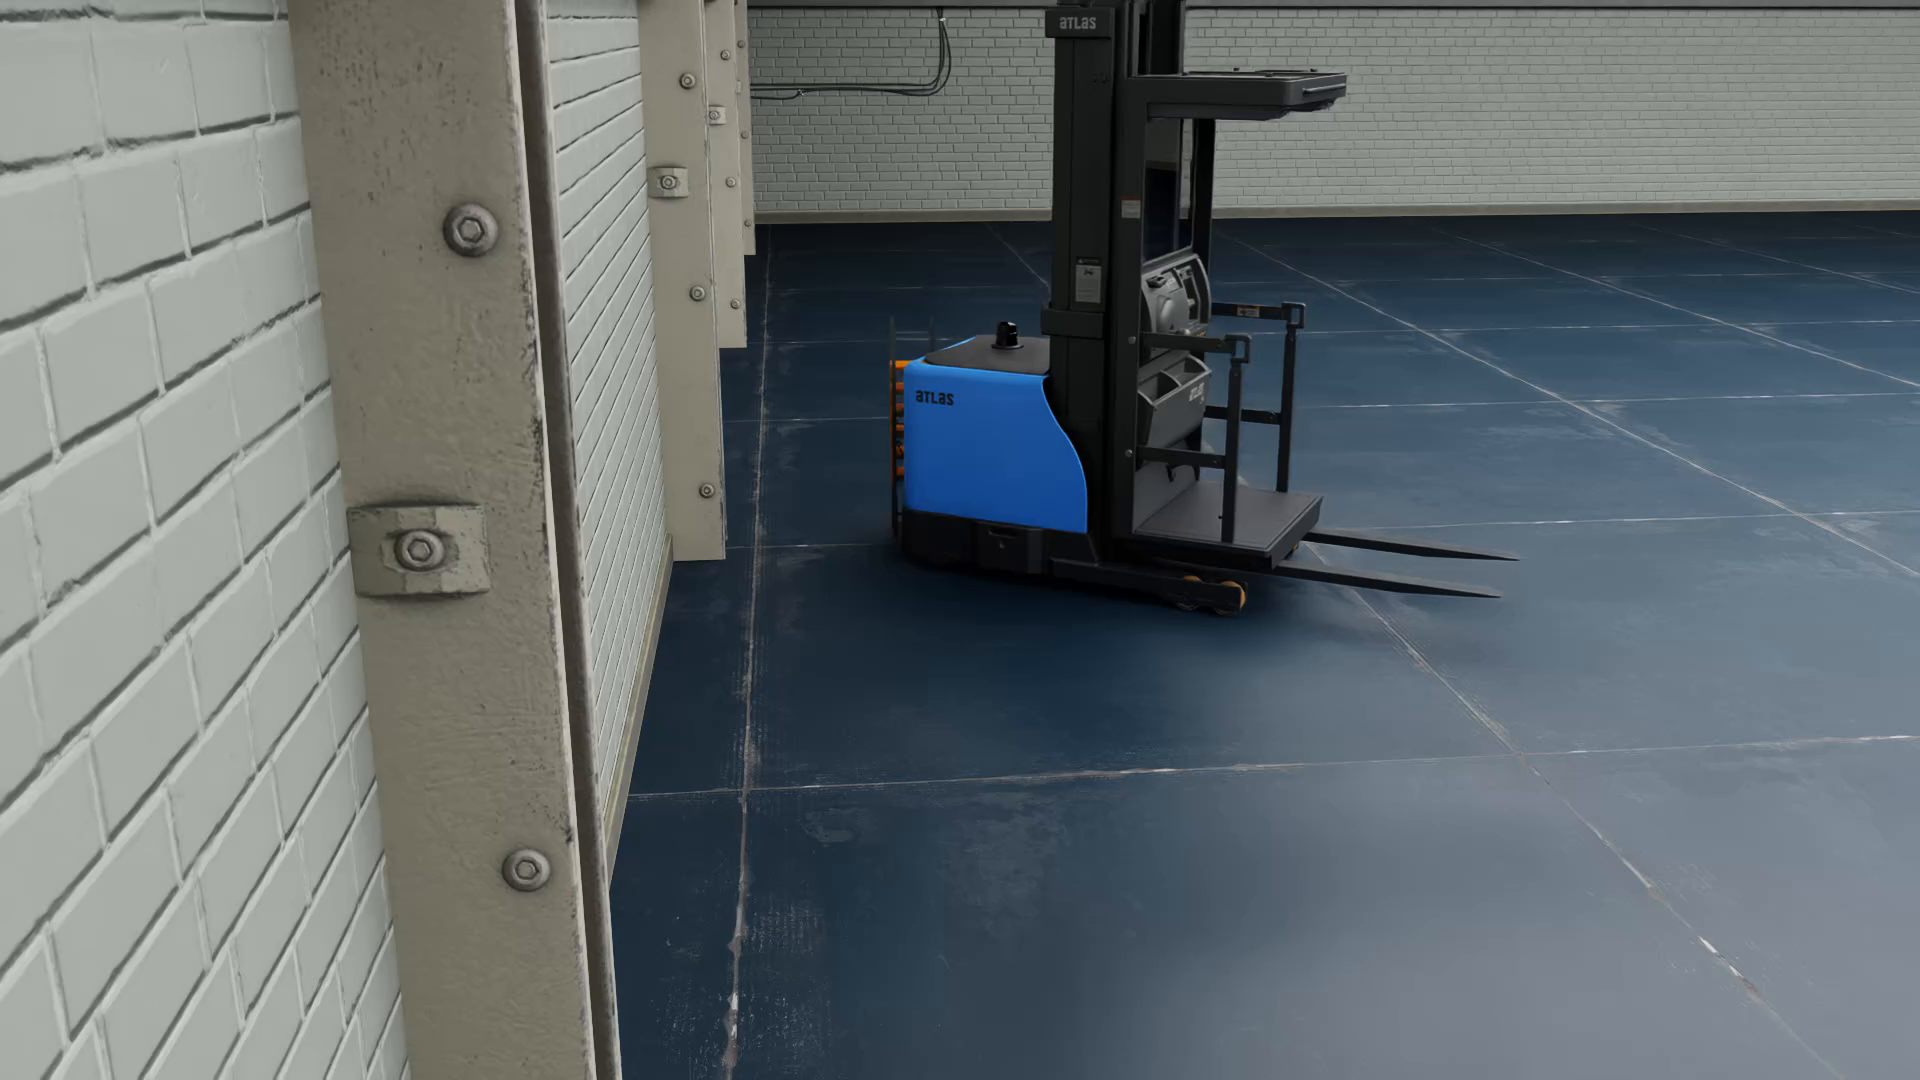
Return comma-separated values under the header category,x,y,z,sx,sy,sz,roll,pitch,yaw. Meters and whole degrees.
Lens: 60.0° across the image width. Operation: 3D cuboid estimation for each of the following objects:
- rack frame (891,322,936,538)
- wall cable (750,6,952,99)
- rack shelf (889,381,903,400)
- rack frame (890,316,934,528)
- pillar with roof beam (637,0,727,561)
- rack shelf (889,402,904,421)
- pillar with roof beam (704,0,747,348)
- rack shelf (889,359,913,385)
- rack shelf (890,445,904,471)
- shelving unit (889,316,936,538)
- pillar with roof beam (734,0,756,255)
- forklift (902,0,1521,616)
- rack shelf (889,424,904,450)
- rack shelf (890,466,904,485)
category,x,y,z,sx,sy,sz,roll,pitch,yaw
rack frame,-0.247,-0.587,9.043,0.240,1.200,0.006,-1,17,-5
wall cable,-1.651,-7.258,22.455,3.097,2.526,0.112,-2,18,-6
rack shelf,-0.254,-0.801,9.071,0.258,0.103,0.180,-1,17,-5
rack frame,-0.262,-0.641,9.217,0.240,1.200,0.006,-1,17,-5
pillar with roof beam,2.857,-4.378,8.099,9.100,9.000,0.400,-2,18,-6
rack shelf,-0.254,-0.686,9.107,0.258,0.103,0.180,-1,17,-5
pillar with roof beam,2.238,-6.166,13.793,9.100,9.000,0.400,-2,18,-6
rack shelf,-0.254,-0.915,9.035,0.258,0.103,0.180,-1,17,-5
rack shelf,-0.254,-0.457,9.179,0.258,0.103,0.180,-1,17,-5
shelving unit,-0.254,-0.614,9.130,0.258,1.200,0.189,-1,17,-5
pillar with roof beam,1.619,-7.953,19.487,9.100,9.000,0.400,-2,18,-6
forklift,1.252,-1.213,8.147,3.031,2.935,1.130,8,19,24
rack shelf,-0.254,-0.572,9.143,0.258,0.103,0.180,-1,17,-5
rack shelf,-0.254,-0.343,9.215,0.258,0.103,0.180,-1,17,-5
